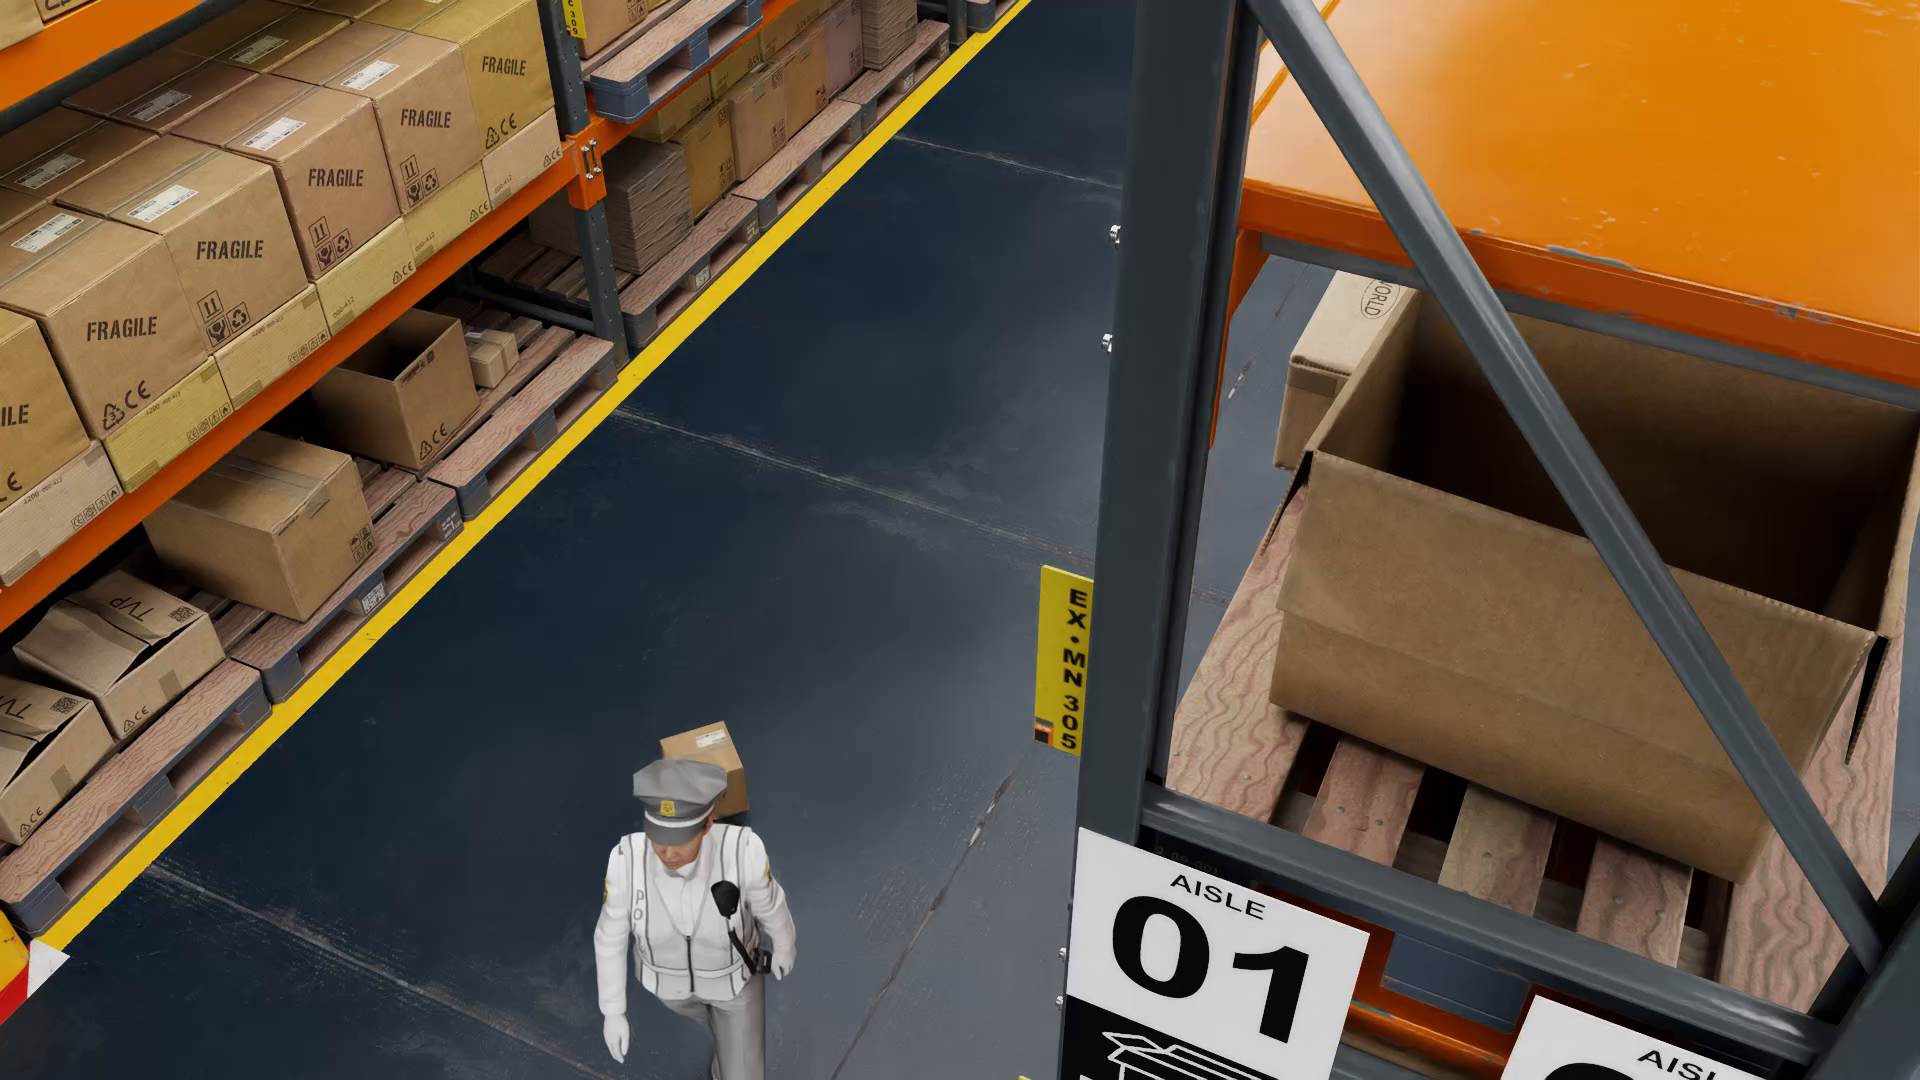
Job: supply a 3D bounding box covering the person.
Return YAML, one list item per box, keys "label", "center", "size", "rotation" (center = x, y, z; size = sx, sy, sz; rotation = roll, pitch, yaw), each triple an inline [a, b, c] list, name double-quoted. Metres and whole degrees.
- label: "person"
  center: [-0.749, 1.285, 4.706]
  size: [0.533, 1.667, 0.877]
  rotation: [1, 42, 1]
